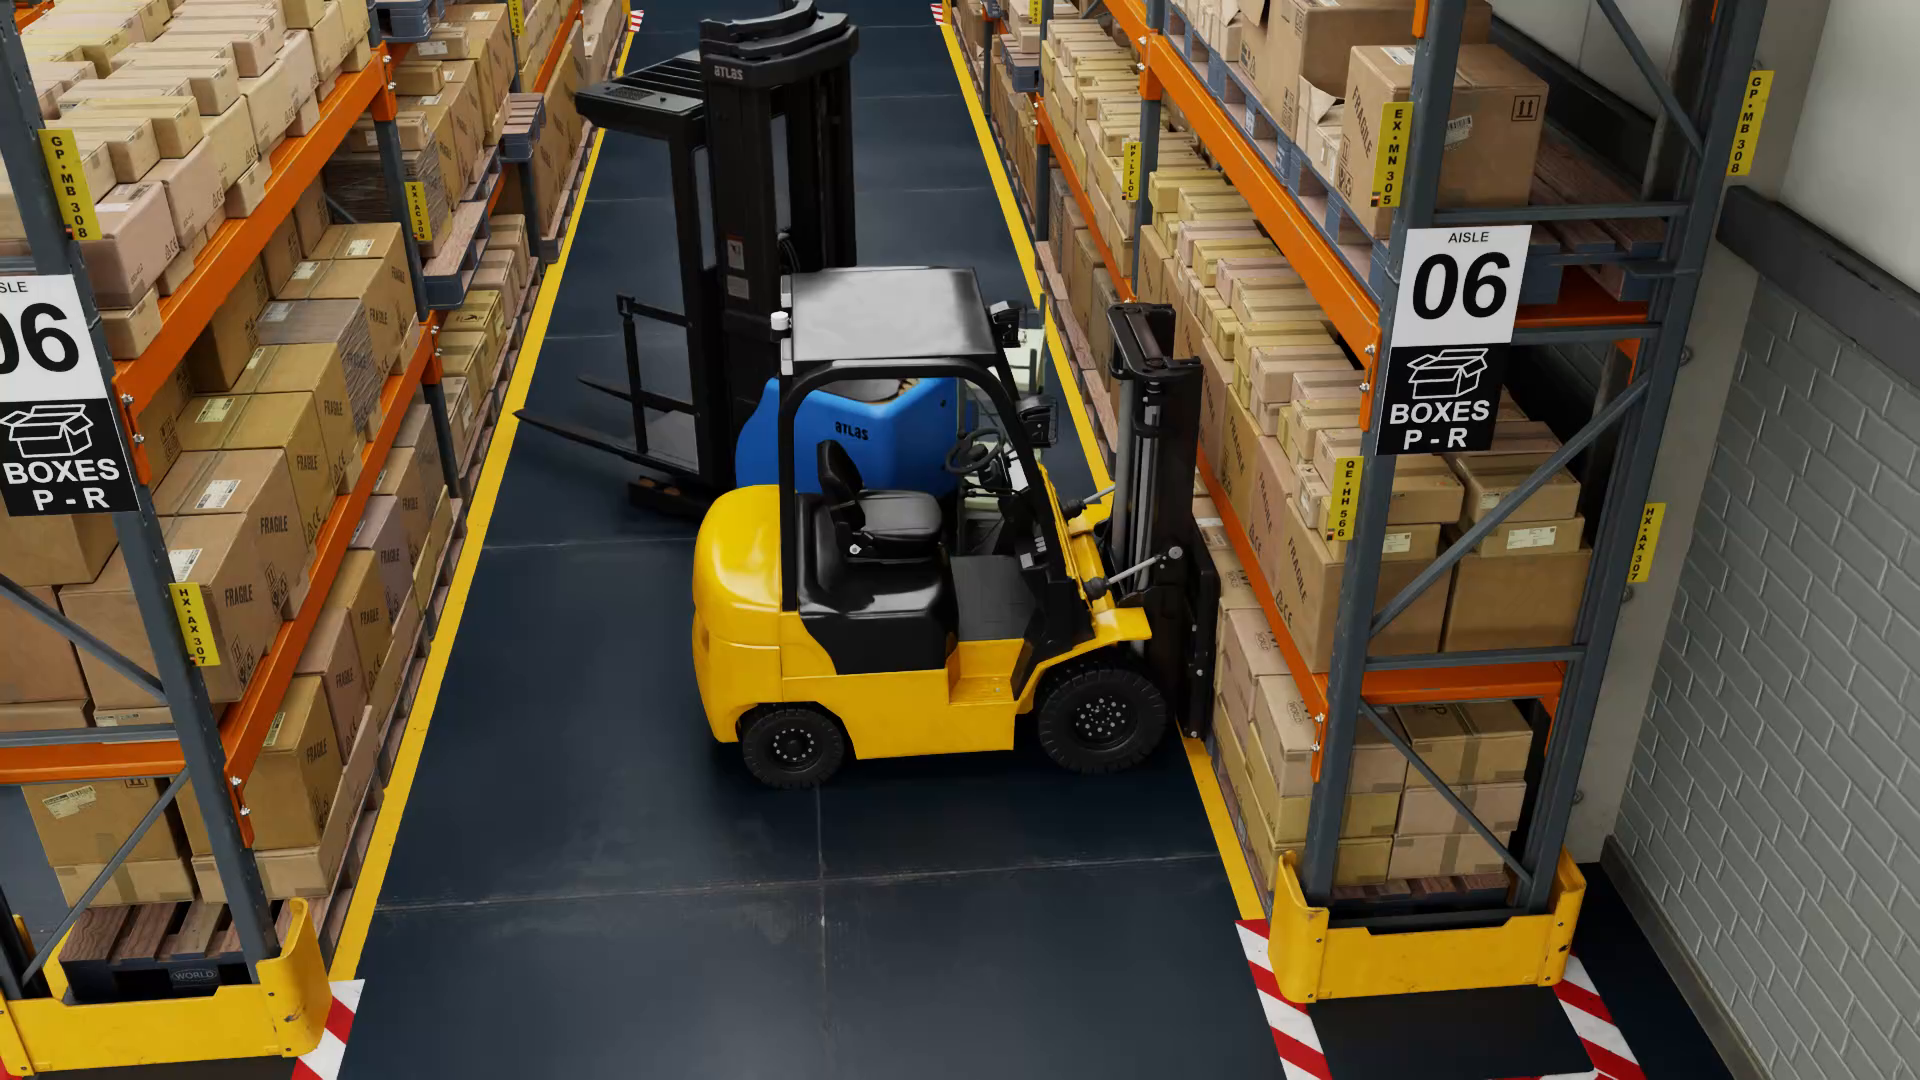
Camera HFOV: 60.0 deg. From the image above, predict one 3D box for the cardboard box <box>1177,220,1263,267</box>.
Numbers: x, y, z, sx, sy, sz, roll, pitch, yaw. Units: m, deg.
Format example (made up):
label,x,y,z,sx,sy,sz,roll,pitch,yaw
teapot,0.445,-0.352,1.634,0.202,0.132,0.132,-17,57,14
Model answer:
label,x,y,z,sx,sy,sz,roll,pitch,yaw
cardboard box,1.293,-1.479,8.281,0.380,0.149,0.250,-2,31,-3

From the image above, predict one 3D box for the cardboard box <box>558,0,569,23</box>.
label,x,y,z,sx,sy,sz,roll,pitch,yaw
cardboard box,-3.860,-4.906,15.184,0.500,0.250,0.500,-3,31,-5

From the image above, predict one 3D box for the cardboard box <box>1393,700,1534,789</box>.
label,x,y,z,sx,sy,sz,roll,pitch,yaw
cardboard box,2.007,0.756,6.856,0.500,0.250,0.500,-3,31,-5

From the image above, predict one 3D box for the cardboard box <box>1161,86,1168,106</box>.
label,x,y,z,sx,sy,sz,roll,pitch,yaw
cardboard box,1.510,-3.027,11.162,0.380,0.149,0.250,-2,31,-3

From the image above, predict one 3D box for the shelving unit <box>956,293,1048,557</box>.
label,x,y,z,sx,sy,sz,roll,pitch,yaw
shelving unit,0.231,-0.522,9.161,0.431,1.500,0.755,3,31,5

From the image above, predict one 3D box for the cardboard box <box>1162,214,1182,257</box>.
label,x,y,z,sx,sy,sz,roll,pitch,yaw
cardboard box,1.283,-1.616,8.801,0.380,0.149,0.250,-2,31,-3

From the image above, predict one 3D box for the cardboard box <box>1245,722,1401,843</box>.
label,x,y,z,sx,sy,sz,roll,pitch,yaw
cardboard box,1.507,0.992,6.949,0.500,0.250,0.500,-3,31,-5

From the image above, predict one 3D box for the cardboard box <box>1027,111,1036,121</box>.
label,x,y,z,sx,sy,sz,roll,pitch,yaw
cardboard box,0.781,-3.545,14.155,0.380,0.149,0.250,-4,31,-6

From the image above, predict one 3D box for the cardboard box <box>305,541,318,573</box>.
label,x,y,z,sx,sy,sz,roll,pitch,yaw
cardboard box,-2.921,0.074,6.946,0.380,0.149,0.250,-2,31,-3

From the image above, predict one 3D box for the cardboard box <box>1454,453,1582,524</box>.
label,x,y,z,sx,sy,sz,roll,pitch,yaw
cardboard box,2.045,-0.191,6.125,0.380,0.149,0.250,-3,31,-6

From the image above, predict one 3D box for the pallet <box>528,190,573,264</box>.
label,x,y,z,sx,sy,sz,roll,pitch,yaw
pallet,-3.824,-2.614,13.921,1.003,0.211,1.213,-3,31,-5

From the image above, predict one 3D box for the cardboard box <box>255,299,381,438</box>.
label,x,y,z,sx,sy,sz,roll,pitch,yaw
cardboard box,-3.055,-0.791,7.762,0.500,0.500,0.500,-2,31,-3

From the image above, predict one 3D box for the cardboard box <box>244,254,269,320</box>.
label,x,y,z,sx,sy,sz,roll,pitch,yaw
cardboard box,-3.581,-1.208,7.485,0.700,0.500,0.500,-3,31,-6

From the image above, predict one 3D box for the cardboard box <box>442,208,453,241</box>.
label,x,y,z,sx,sy,sz,roll,pitch,yaw
cardboard box,-3.204,-1.861,9.775,0.380,0.149,0.250,-2,31,-4

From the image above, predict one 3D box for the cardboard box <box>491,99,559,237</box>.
label,x,y,z,sx,sy,sz,roll,pitch,yaw
cardboard box,-3.808,-3.030,13.560,0.875,0.875,0.875,-3,31,-5

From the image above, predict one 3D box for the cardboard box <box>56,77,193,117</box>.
label,x,y,z,sx,sy,sz,roll,pitch,yaw
cardboard box,-2.978,-1.546,5.956,0.380,0.149,0.250,-3,31,-5

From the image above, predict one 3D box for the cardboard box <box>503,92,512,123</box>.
label,x,y,z,sx,sy,sz,roll,pitch,yaw
cardboard box,-3.396,-3.062,11.786,0.380,0.149,0.250,-3,31,-5

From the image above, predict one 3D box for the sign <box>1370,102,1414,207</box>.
label,x,y,z,sx,sy,sz,roll,pitch,yaw
sign,1.322,-1.175,5.081,0.100,0.325,0.005,-3,31,-5

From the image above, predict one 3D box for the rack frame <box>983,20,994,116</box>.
label,x,y,z,sx,sy,sz,roll,pitch,yaw
rack frame,0.742,-5.687,16.346,1.000,3.000,0.127,-3,31,-5

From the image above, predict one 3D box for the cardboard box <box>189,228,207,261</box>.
label,x,y,z,sx,sy,sz,roll,pitch,yaw
cardboard box,-2.938,-1.077,5.948,0.380,0.149,0.250,-3,31,-5

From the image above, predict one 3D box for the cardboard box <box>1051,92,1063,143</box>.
label,x,y,z,sx,sy,sz,roll,pitch,yaw
cardboard box,0.956,-3.085,12.136,0.500,0.250,0.500,-3,31,-6

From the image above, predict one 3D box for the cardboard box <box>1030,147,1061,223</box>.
label,x,y,z,sx,sy,sz,roll,pitch,yaw
cardboard box,0.862,-2.958,13.804,0.500,0.500,0.500,-2,31,-3

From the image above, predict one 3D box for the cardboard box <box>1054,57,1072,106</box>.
label,x,y,z,sx,sy,sz,roll,pitch,yaw
cardboard box,0.960,-3.301,12.010,0.500,0.250,0.500,-2,31,-3

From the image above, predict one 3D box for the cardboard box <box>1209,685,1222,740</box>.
label,x,y,z,sx,sy,sz,roll,pitch,yaw
cardboard box,1.430,0.705,7.917,0.500,0.250,0.500,-2,31,-4

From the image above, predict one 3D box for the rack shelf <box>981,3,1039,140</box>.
label,x,y,z,sx,sy,sz,roll,pitch,yaw
rack shelf,0.929,-4.357,14.821,1.077,0.370,4.000,-3,31,-5

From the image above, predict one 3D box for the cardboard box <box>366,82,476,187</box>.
label,x,y,z,sx,sy,sz,roll,pitch,yaw
cardboard box,-3.290,-2.476,10.172,0.500,0.500,0.500,-3,31,-5

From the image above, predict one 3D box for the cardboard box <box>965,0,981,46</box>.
label,x,y,z,sx,sy,sz,roll,pitch,yaw
cardboard box,0.322,-5.807,18.574,0.500,0.500,0.500,-2,31,-4

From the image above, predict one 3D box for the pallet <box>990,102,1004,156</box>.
label,x,y,z,sx,sy,sz,roll,pitch,yaw
pallet,0.856,-4.076,16.369,1.003,0.211,1.213,-3,31,-5

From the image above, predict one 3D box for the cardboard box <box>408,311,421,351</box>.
label,x,y,z,sx,sy,sz,roll,pitch,yaw
cardboard box,-3.118,-1.106,8.921,0.380,0.149,0.250,-3,31,-5

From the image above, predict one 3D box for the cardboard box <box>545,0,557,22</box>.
label,x,y,z,sx,sy,sz,roll,pitch,yaw
cardboard box,-3.743,-4.604,14.192,0.500,0.250,0.500,-2,31,-4

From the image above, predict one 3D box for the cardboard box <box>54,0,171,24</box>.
label,x,y,z,sx,sy,sz,roll,pitch,yaw
cardboard box,-3.681,-2.307,7.229,0.380,0.149,0.250,-3,31,-5

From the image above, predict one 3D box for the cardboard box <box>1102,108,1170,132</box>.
label,x,y,z,sx,sy,sz,roll,pitch,yaw
cardboard box,1.105,-2.611,10.466,0.380,0.149,0.250,-3,31,-6

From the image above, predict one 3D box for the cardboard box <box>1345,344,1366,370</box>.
label,x,y,z,sx,sy,sz,roll,pitch,yaw
cardboard box,1.969,-0.851,7.519,0.380,0.149,0.250,-3,31,-5

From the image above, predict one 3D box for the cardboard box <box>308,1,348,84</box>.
label,x,y,z,sx,sy,sz,roll,pitch,yaw
cardboard box,-3.095,-2.244,7.512,0.500,0.250,0.500,-3,31,-5

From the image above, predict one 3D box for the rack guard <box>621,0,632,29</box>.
label,x,y,z,sx,sy,sz,roll,pitch,yaw
rack guard,-4.575,-6.429,20.025,1.175,0.500,0.348,-3,31,-5

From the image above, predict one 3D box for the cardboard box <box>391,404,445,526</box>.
label,x,y,z,sx,sy,sz,roll,pitch,yaw
cardboard box,-3.130,-0.395,9.027,0.500,0.500,0.500,-3,31,-5

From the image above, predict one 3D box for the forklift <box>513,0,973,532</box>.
label,x,y,z,sx,sy,sz,roll,pitch,yaw
forklift,-1.410,-1.622,9.607,3.031,2.935,1.130,17,35,27

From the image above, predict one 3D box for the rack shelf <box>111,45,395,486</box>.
label,x,y,z,sx,sy,sz,roll,pitch,yaw
rack shelf,-3.265,-1.321,6.812,1.077,0.370,4.000,-3,31,-5

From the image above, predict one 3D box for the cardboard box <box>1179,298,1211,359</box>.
label,x,y,z,sx,sy,sz,roll,pitch,yaw
cardboard box,1.385,-0.883,8.205,0.500,0.500,0.500,-3,31,-5

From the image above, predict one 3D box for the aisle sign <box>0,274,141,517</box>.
label,x,y,z,sx,sy,sz,roll,pitch,yaw
aisle sign,-2.764,-0.420,4.993,0.394,0.787,0.004,-3,31,-5

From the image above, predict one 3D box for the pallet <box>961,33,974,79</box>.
label,x,y,z,sx,sy,sz,roll,pitch,yaw
pallet,0.562,-5.465,18.693,1.003,0.211,1.213,-3,31,-5

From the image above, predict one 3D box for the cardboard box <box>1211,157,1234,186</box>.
label,x,y,z,sx,sy,sz,roll,pitch,yaw
cardboard box,1.670,-2.114,9.633,0.380,0.149,0.250,-3,31,-6

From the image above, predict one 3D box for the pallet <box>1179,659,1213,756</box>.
label,x,y,z,sx,sy,sz,roll,pitch,yaw
pallet,1.639,0.627,8.495,1.003,0.211,1.213,-3,31,-5

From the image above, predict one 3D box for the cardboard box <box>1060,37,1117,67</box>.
label,x,y,z,sx,sy,sz,roll,pitch,yaw
cardboard box,0.928,-3.523,11.993,0.380,0.149,0.250,-2,31,-3

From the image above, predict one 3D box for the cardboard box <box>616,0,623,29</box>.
label,x,y,z,sx,sy,sz,roll,pitch,yaw
cardboard box,-4.412,-6.238,19.357,0.875,0.438,0.875,-4,31,-6

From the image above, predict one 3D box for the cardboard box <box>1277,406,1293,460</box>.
label,x,y,z,sx,sy,sz,roll,pitch,yaw
cardboard box,1.523,-0.437,6.826,0.380,0.149,0.250,-3,31,-5

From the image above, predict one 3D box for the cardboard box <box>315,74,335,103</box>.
label,x,y,z,sx,sy,sz,roll,pitch,yaw
cardboard box,-3.135,-2.134,7.717,0.380,0.149,0.250,-2,31,-4

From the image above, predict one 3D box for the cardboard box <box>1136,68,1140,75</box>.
label,x,y,z,sx,sy,sz,roll,pitch,yaw
cardboard box,1.484,-3.318,12.039,0.500,0.250,0.500,-2,31,-4

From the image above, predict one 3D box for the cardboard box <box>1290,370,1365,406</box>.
label,x,y,z,sx,sy,sz,roll,pitch,yaw
cardboard box,1.565,-0.570,6.758,0.380,0.149,0.250,-3,31,-4

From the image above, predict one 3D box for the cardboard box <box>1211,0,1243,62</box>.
label,x,y,z,sx,sy,sz,roll,pitch,yaw
cardboard box,1.326,-2.284,7.347,0.396,0.266,0.258,-3,31,-6

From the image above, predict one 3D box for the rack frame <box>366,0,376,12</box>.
label,x,y,z,sx,sy,sz,roll,pitch,yaw
rack frame,-3.452,-3.938,7.568,1.000,3.000,0.127,-3,31,-5

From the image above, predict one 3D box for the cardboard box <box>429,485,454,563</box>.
label,x,y,z,sx,sy,sz,roll,pitch,yaw
cardboard box,-3.129,-0.074,9.220,0.500,0.250,0.500,-1,31,-2

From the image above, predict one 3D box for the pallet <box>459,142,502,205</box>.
label,x,y,z,sx,sy,sz,roll,pitch,yaw
pallet,-3.600,-2.314,10.886,1.003,0.211,1.213,-3,31,-5
